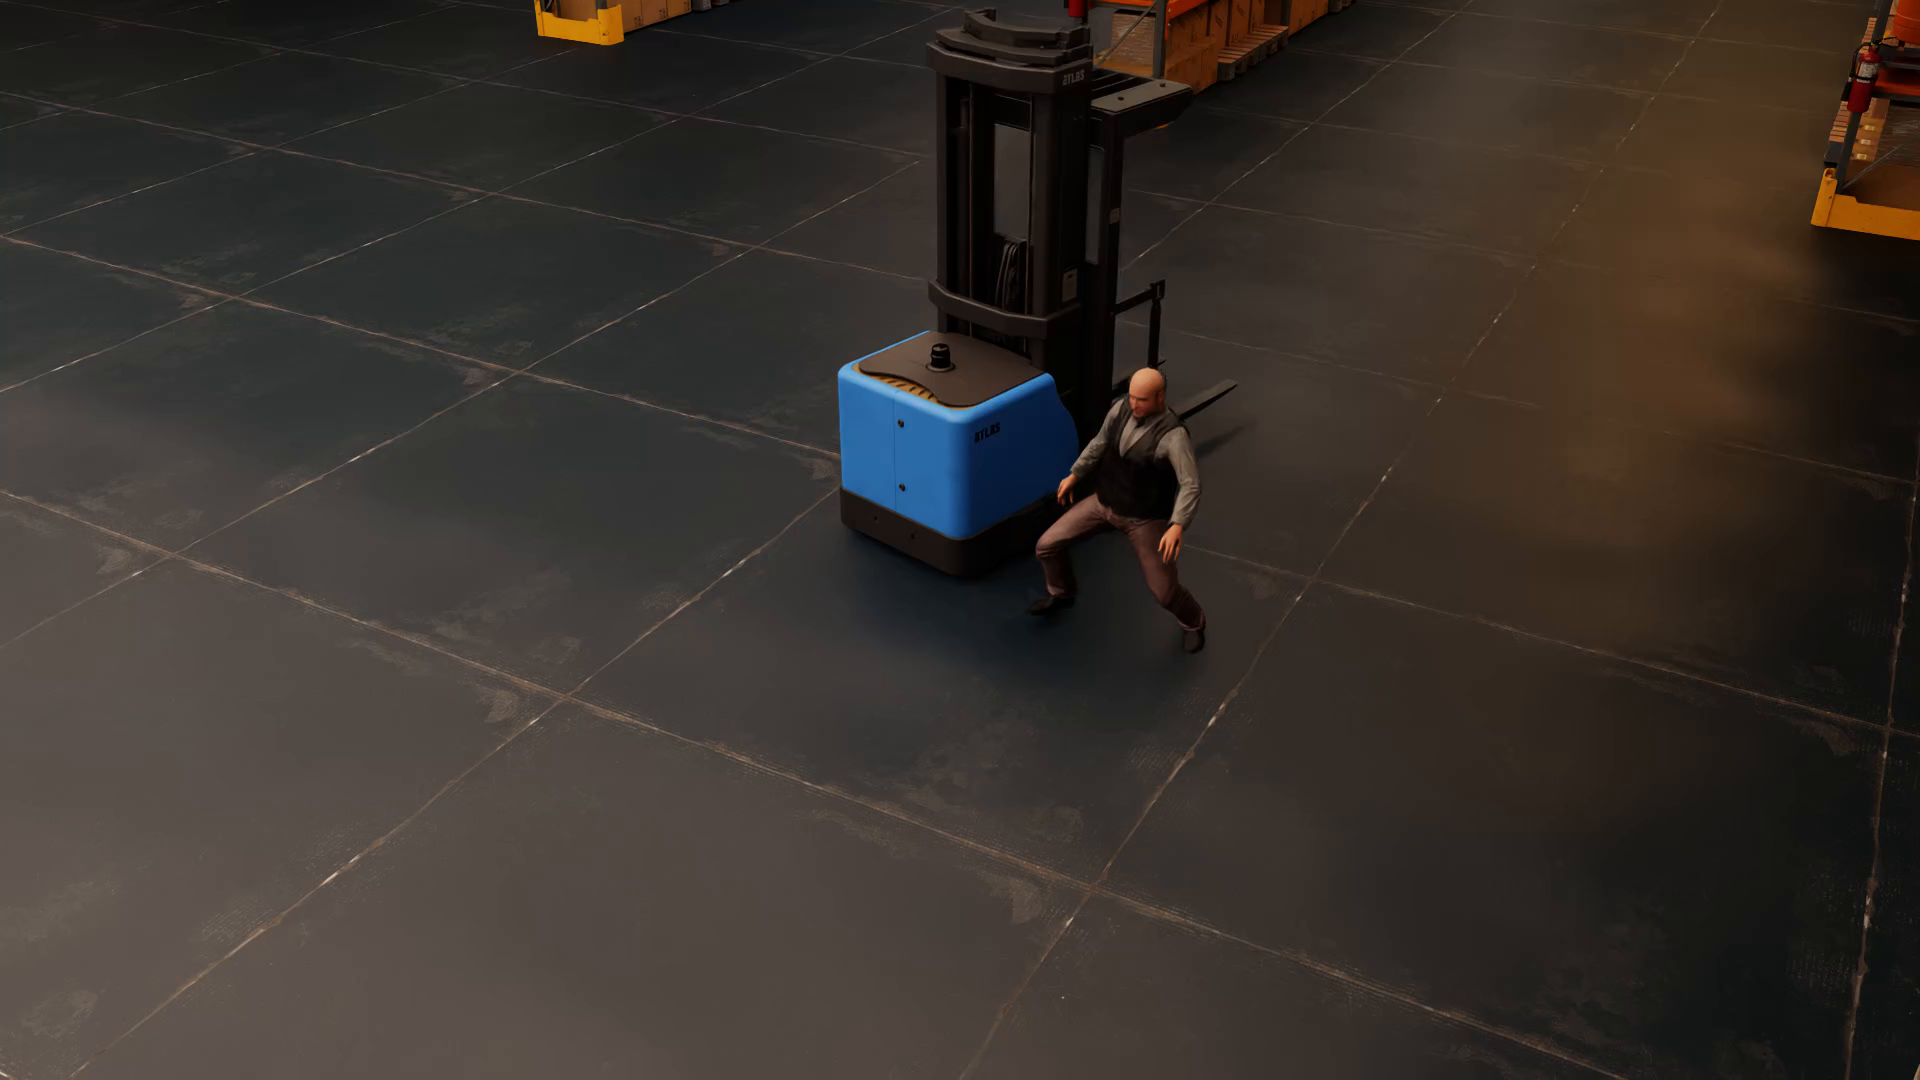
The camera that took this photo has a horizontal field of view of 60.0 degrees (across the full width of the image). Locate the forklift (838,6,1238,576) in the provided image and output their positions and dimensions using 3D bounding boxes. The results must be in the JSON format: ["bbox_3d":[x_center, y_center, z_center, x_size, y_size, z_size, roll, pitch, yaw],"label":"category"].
[{"bbox_3d":[0.644,-1.715,10.042,1.130,2.935,3.031,25,38,36],"label":"forklift"}]

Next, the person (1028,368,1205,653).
[{"bbox_3d":[0.922,-0.154,8.730,0.714,1.591,0.939,-24,38,-35],"label":"person"}]
